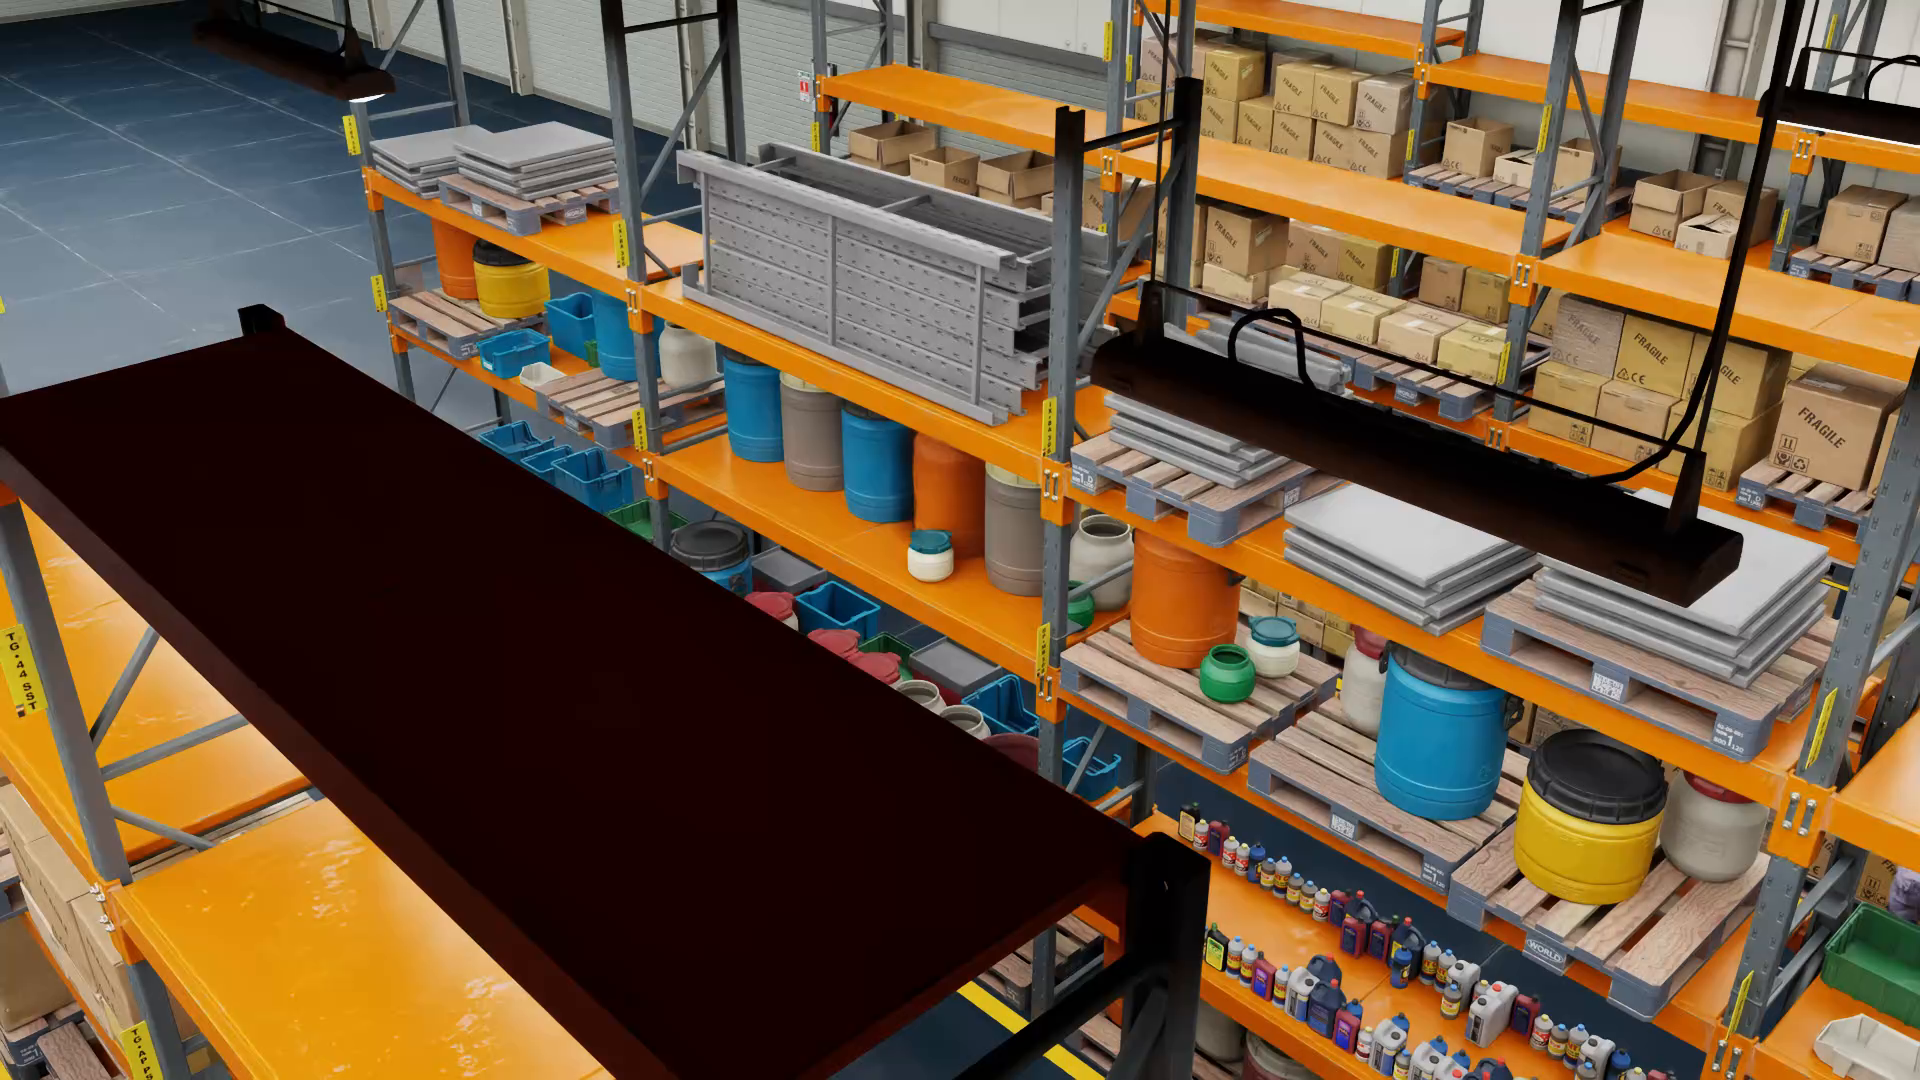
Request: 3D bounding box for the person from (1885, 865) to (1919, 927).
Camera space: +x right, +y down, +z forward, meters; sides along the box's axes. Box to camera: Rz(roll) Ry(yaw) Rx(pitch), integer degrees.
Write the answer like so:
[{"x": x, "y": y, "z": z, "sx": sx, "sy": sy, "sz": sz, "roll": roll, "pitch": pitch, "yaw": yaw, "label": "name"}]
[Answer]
[{"x": 6.026, "y": 2.473, "z": 10.493, "sx": 0.487, "sy": 1.656, "sz": 0.510, "roll": 21, "pitch": 34, "yaw": 33, "label": "person"}]
